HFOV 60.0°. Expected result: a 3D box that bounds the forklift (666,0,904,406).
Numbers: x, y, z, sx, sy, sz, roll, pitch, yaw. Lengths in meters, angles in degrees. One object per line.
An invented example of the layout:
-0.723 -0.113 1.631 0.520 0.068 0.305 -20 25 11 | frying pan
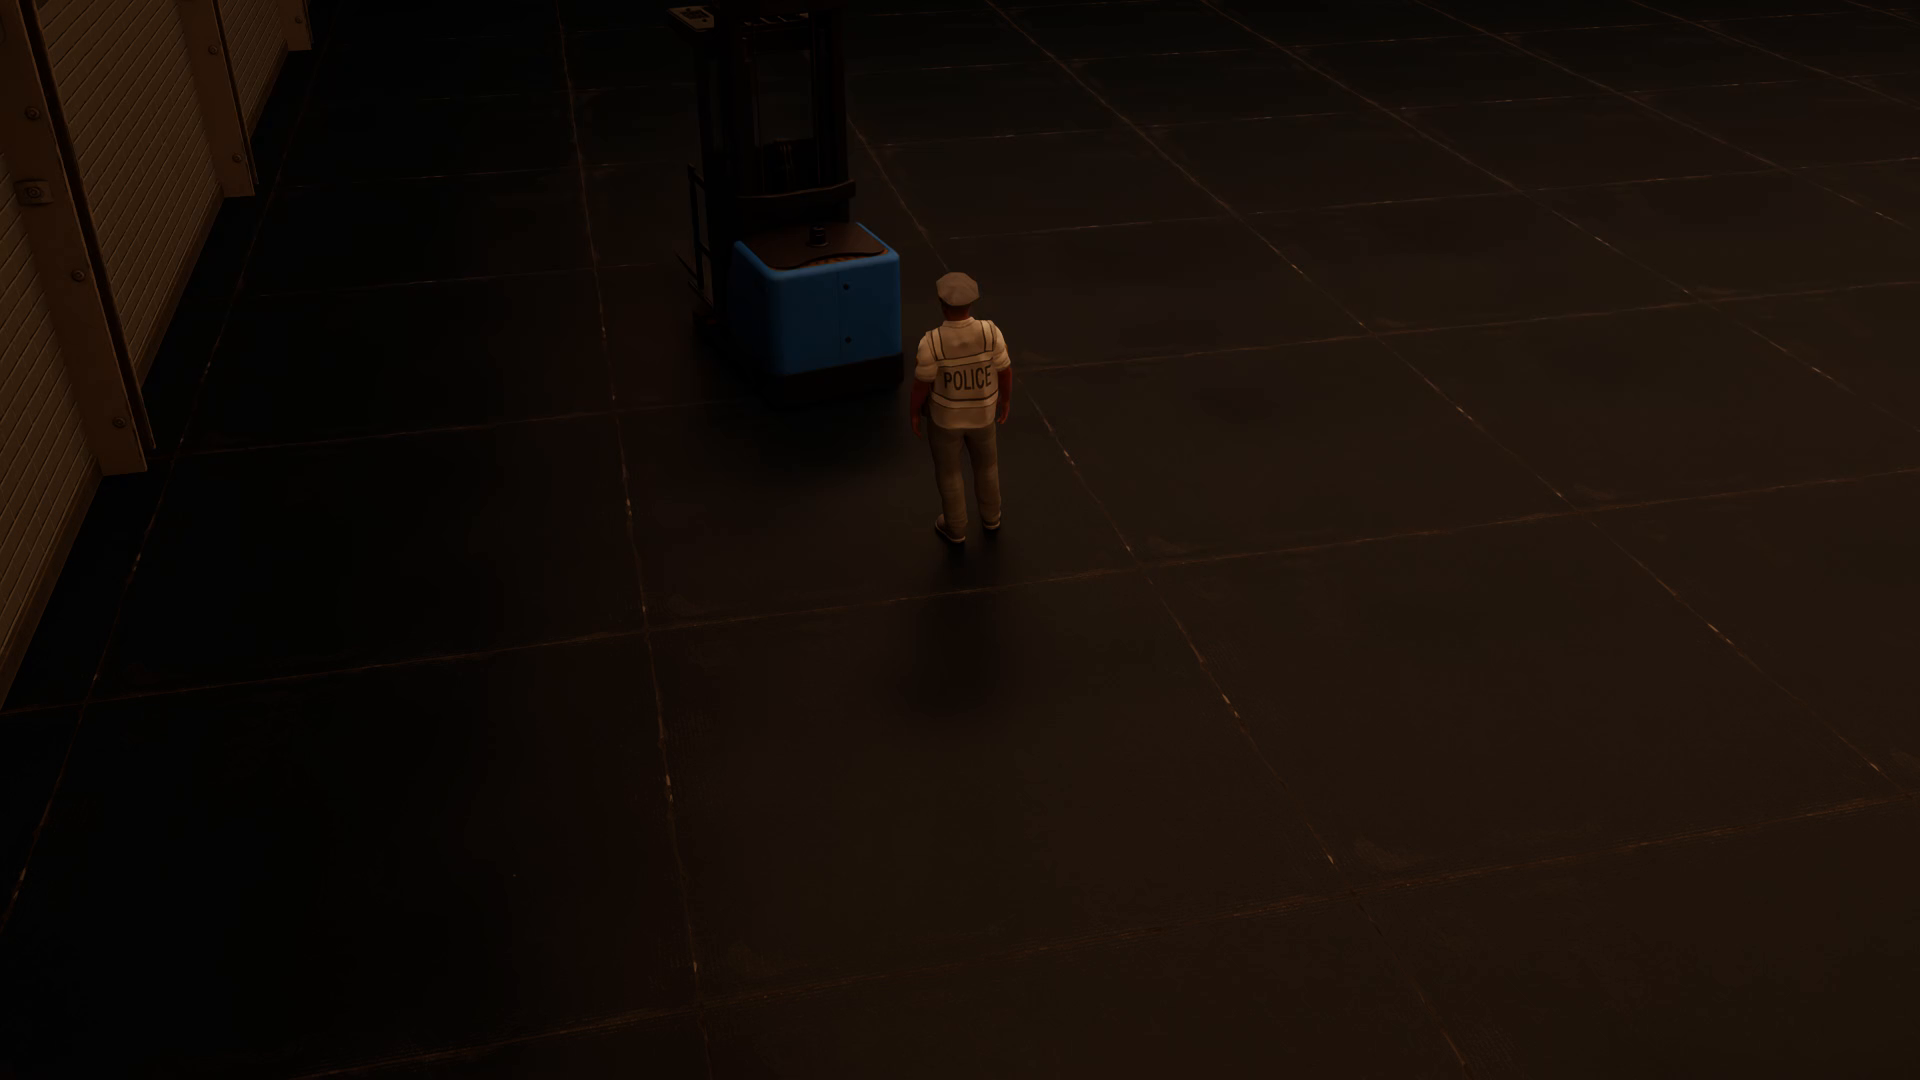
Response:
-1.502 -2.951 12.673 1.130 2.935 3.031 -13 33 -22 | forklift

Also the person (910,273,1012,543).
-0.007 -0.818 10.118 0.641 1.781 0.574 -7 31 -12 | person
